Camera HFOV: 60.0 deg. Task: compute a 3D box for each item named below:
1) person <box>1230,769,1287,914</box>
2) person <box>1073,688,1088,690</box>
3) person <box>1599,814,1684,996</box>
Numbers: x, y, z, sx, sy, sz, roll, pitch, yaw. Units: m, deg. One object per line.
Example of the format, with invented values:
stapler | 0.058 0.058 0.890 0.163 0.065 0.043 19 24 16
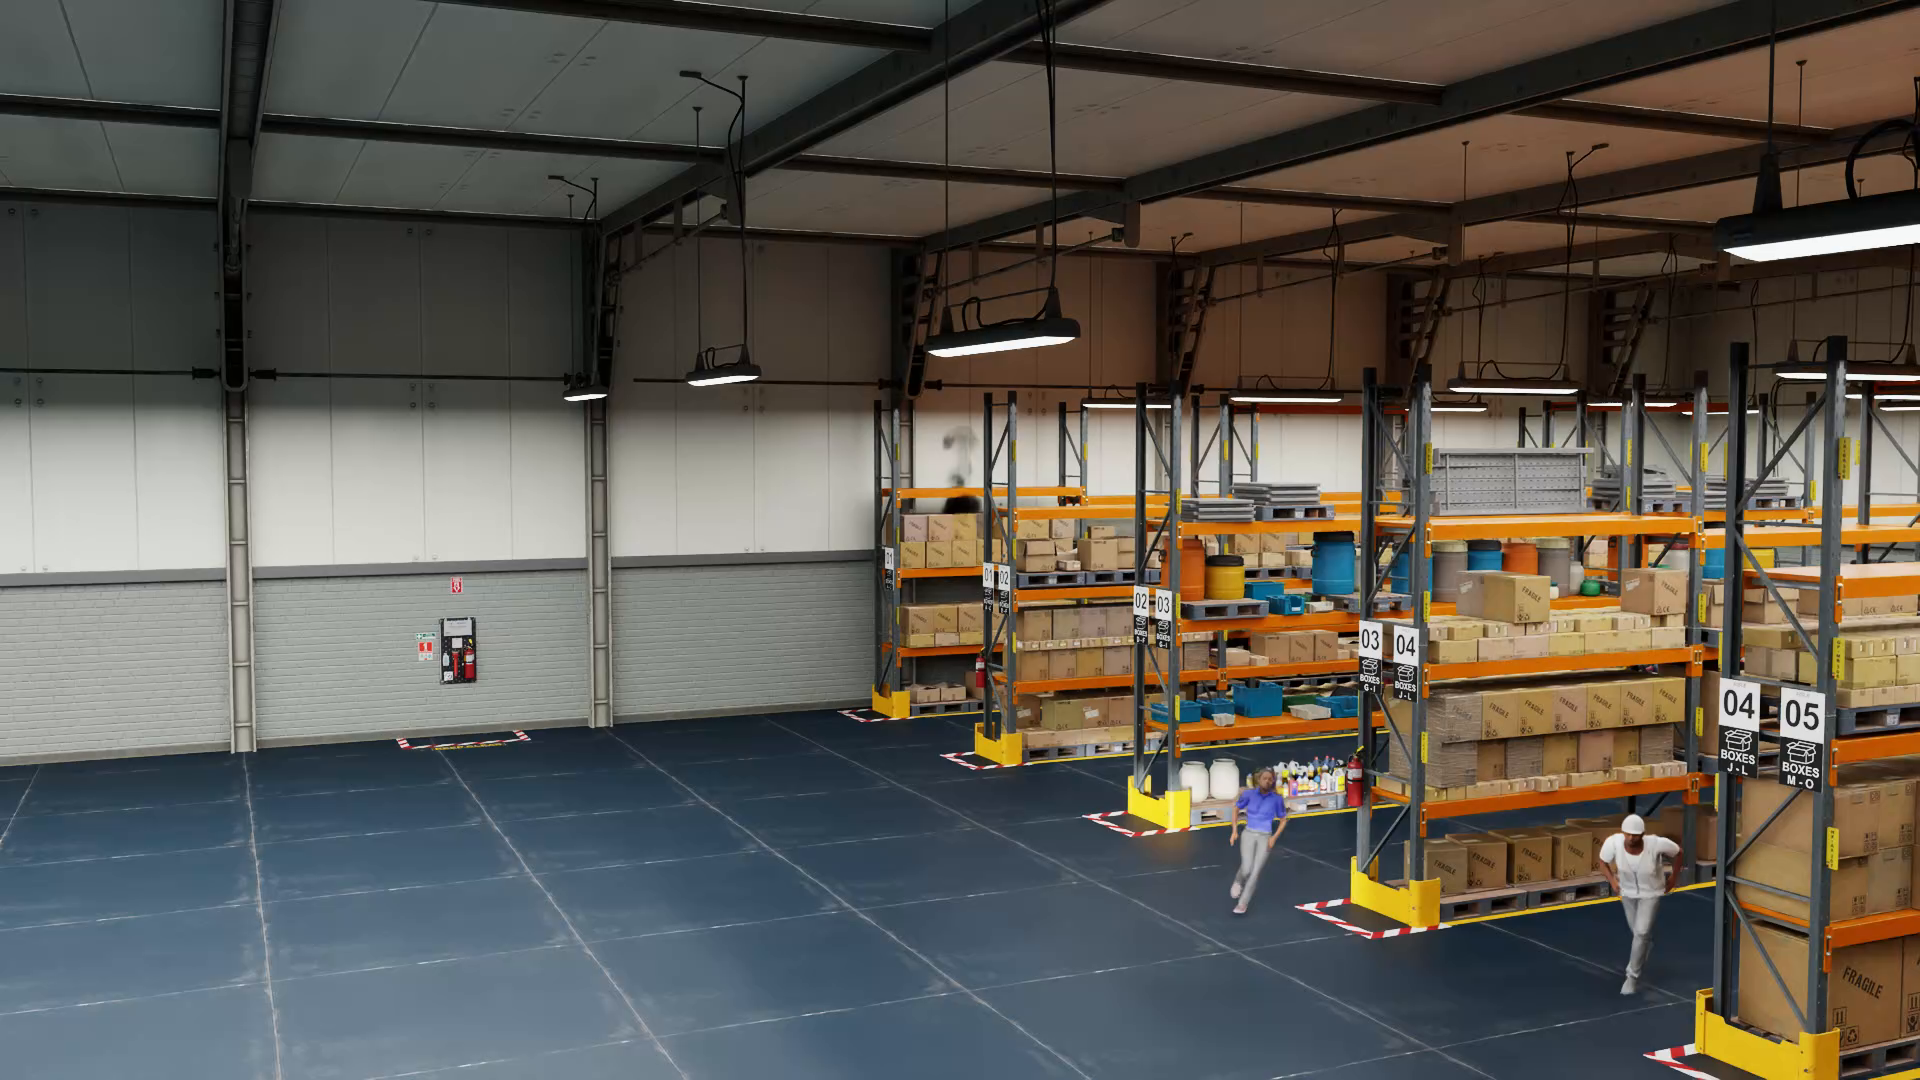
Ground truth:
person | 3.286 3.309 18.287 0.613 1.579 0.509 0 3 8
person | 2.241 2.572 29.725 0.791 1.733 0.714 -2 4 -29
person | 6.521 3.416 15.916 0.744 1.715 1.058 2 4 31
